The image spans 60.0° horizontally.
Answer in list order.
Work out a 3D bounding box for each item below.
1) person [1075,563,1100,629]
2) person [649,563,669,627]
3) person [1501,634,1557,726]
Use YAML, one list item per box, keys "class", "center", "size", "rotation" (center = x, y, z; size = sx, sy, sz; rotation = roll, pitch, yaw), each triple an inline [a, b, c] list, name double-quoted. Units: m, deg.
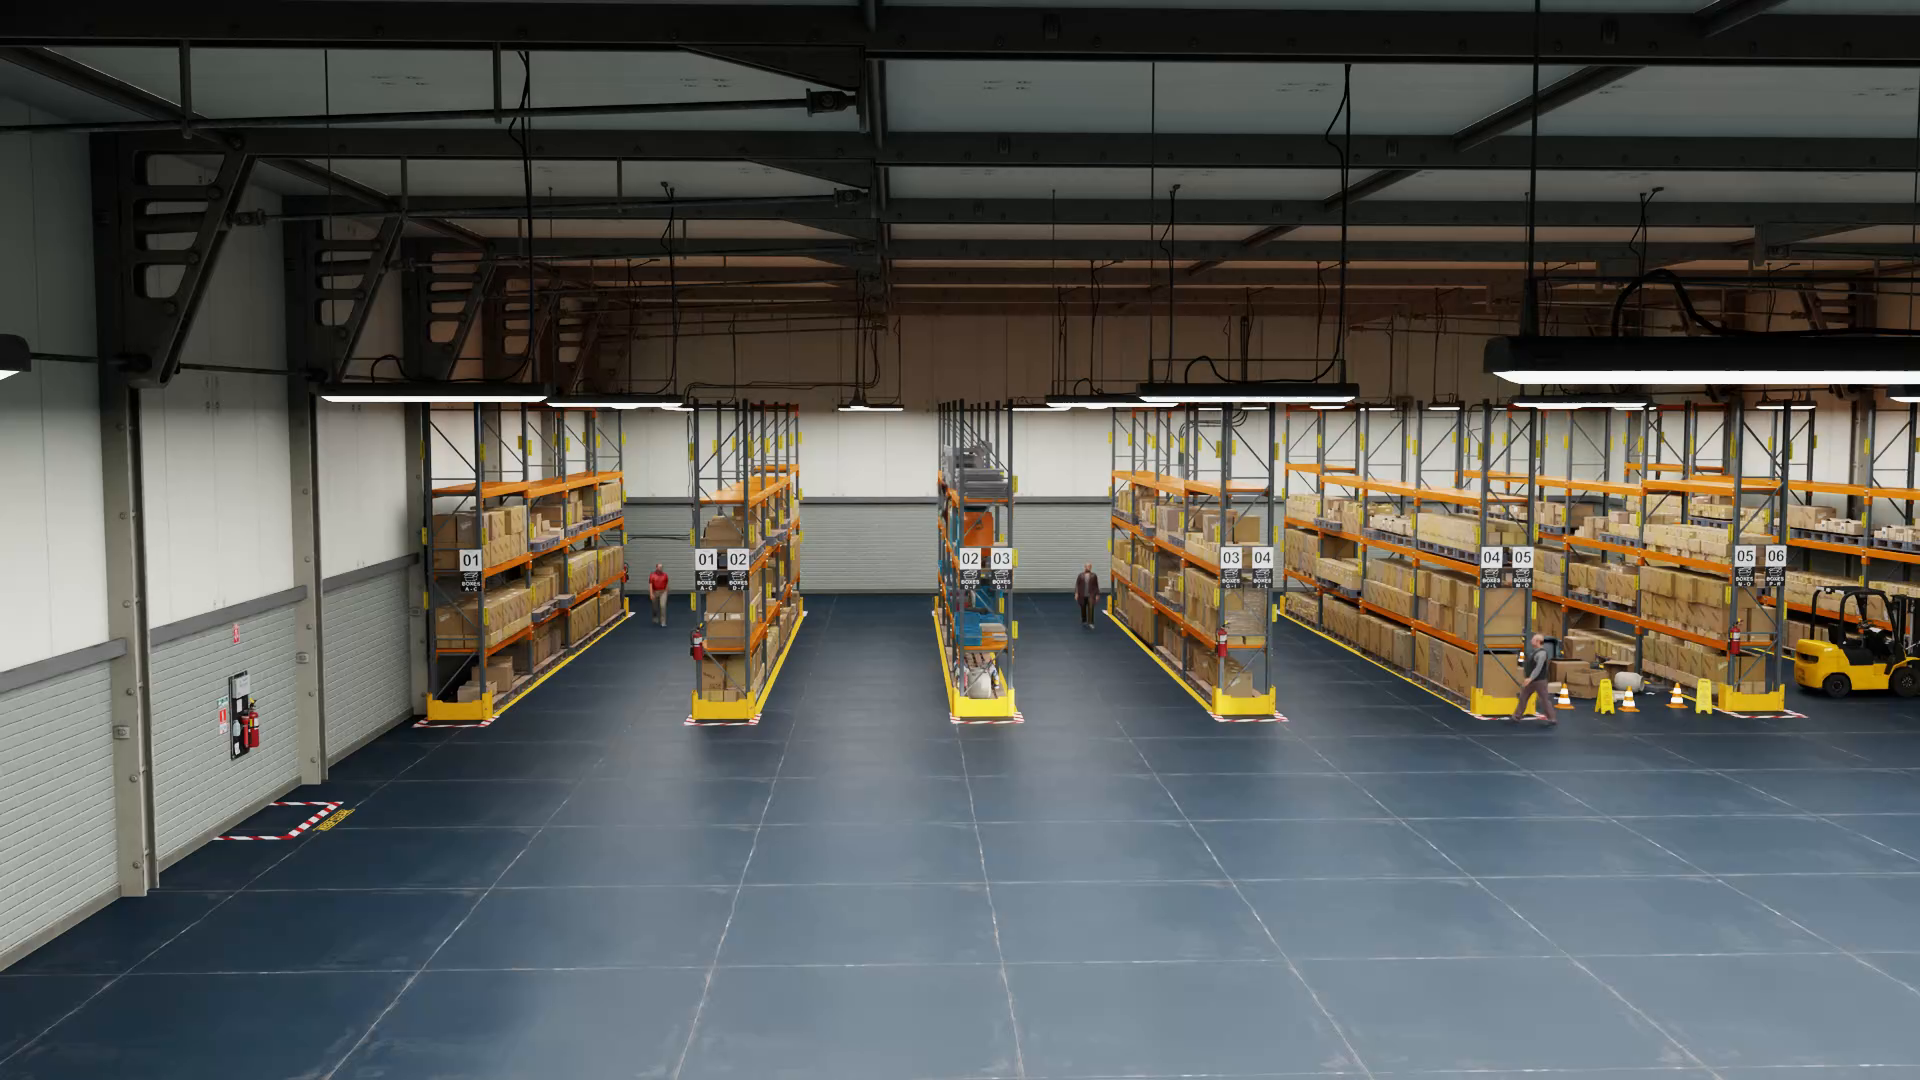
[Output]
- class: "person"
  center: [3.382, 1.472, 44.211]
  size: [0.668, 1.719, 1.097]
  rotation: [0, 4, 6]
- class: "person"
  center: [-8.121, 1.466, 44.858]
  size: [0.506, 1.678, 0.857]
  rotation: [0, 4, -5]
- class: "person"
  center: [10.436, 2.558, 30.327]
  size: [0.946, 1.678, 0.544]
  rotation: [0, 4, -6]
